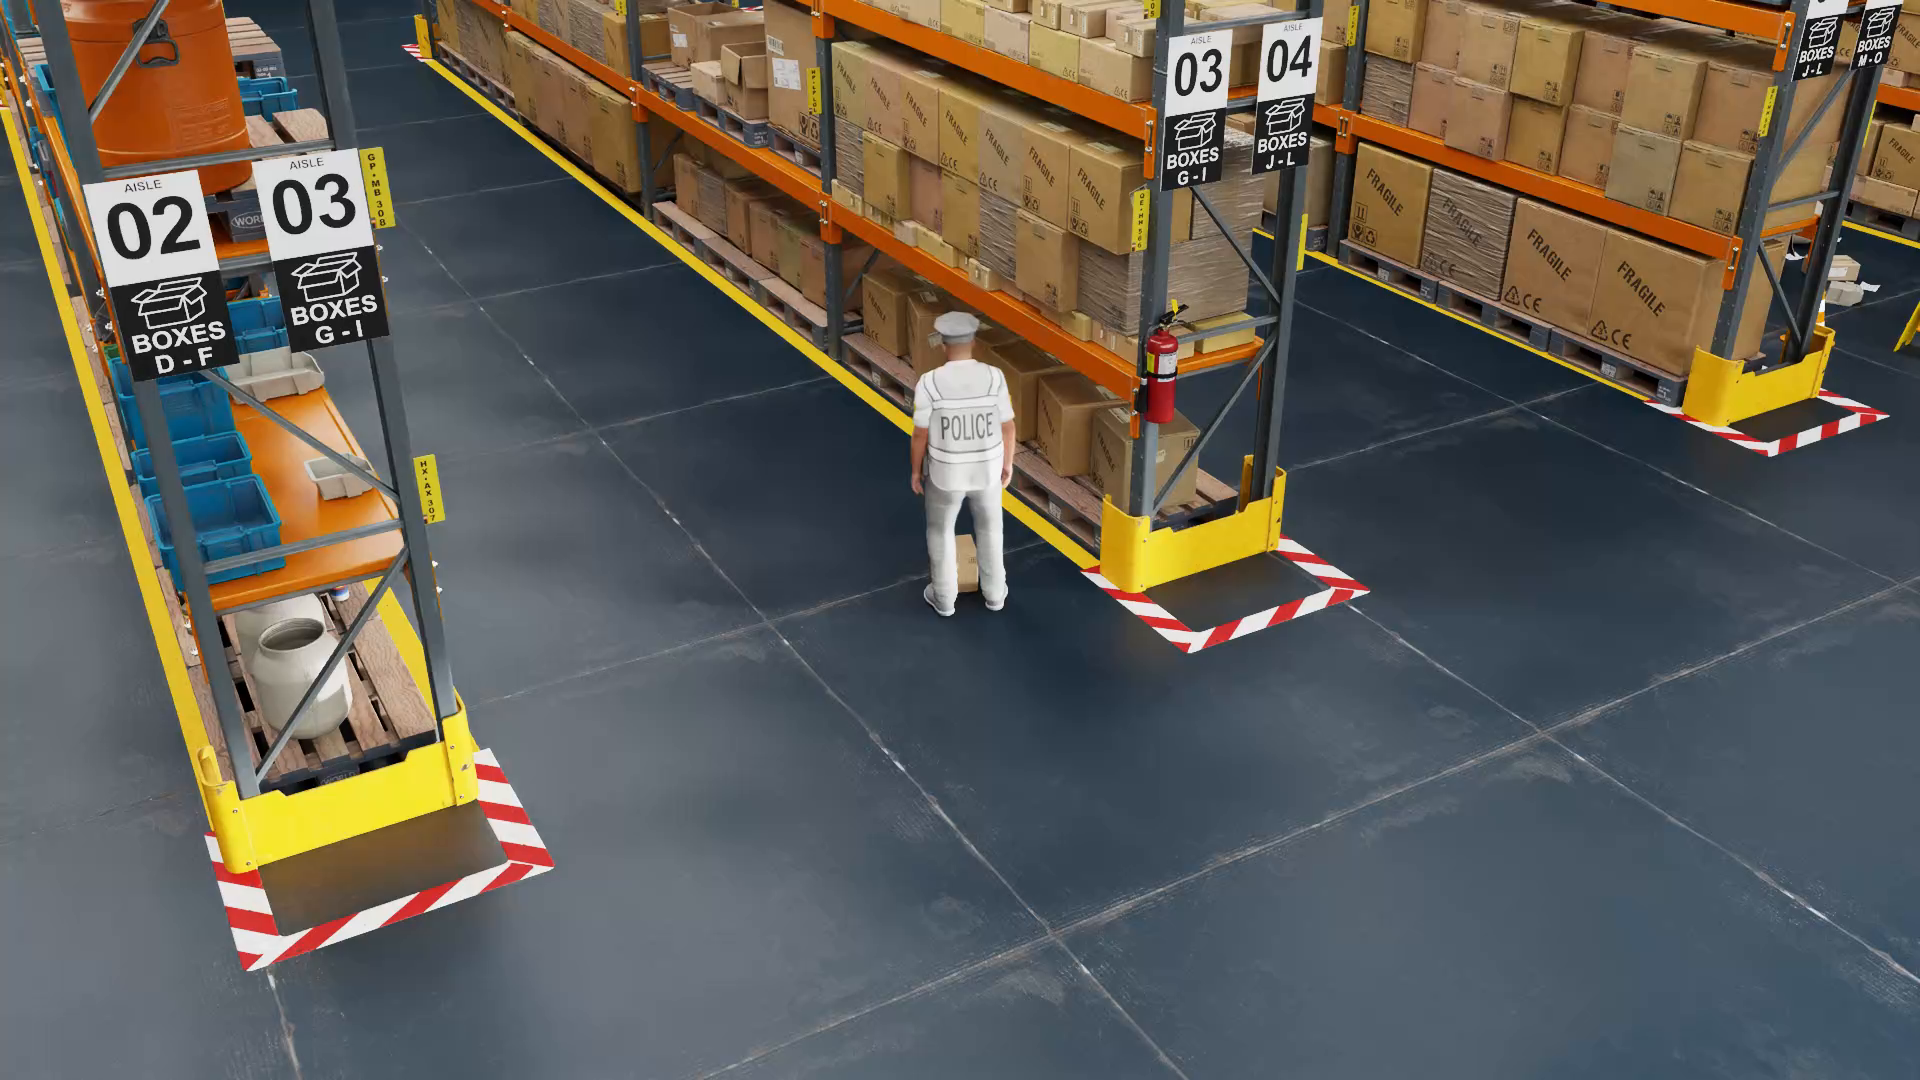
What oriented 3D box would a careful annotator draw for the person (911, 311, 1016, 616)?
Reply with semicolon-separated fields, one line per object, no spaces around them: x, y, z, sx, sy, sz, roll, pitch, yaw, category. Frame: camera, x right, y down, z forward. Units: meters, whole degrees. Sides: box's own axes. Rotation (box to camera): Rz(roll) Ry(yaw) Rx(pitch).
0.019;-0.385;9.256;0.586;1.748;0.436;-4;29;-8;person
